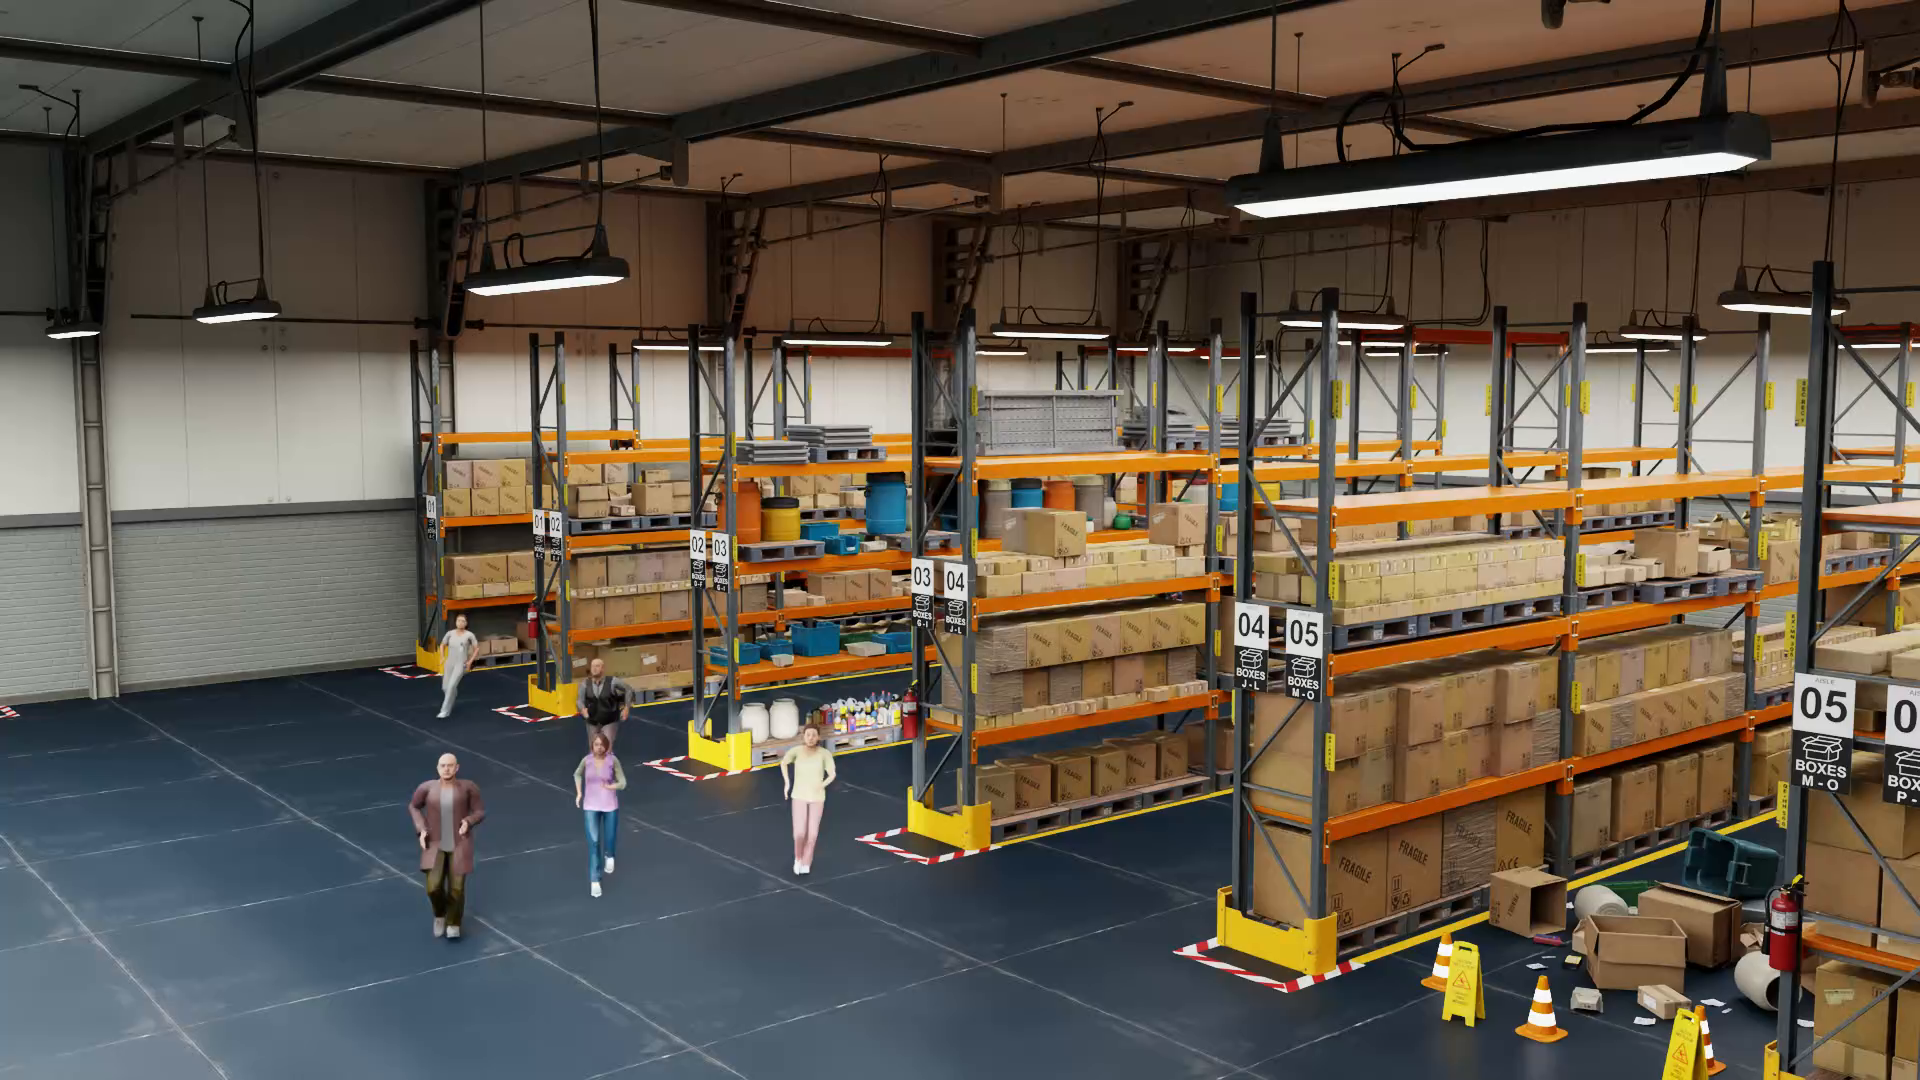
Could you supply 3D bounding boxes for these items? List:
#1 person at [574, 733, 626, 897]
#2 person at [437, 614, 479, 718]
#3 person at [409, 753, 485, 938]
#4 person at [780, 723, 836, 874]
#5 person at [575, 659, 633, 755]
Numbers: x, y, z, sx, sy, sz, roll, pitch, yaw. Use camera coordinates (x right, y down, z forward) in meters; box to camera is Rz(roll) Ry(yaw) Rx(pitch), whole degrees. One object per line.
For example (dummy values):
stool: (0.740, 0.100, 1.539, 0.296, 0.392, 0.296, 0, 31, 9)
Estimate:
person: (-3.696, 2.767, 17.100, 0.534, 1.590, 0.890, -1, 5, -11)
person: (-7.850, 1.953, 26.058, 0.606, 1.599, 0.665, 0, 5, -1)
person: (-4.761, 2.864, 15.426, 0.695, 1.745, 0.642, -1, 5, -14)
person: (-1.597, 2.726, 17.481, 0.584, 1.628, 0.541, 0, 5, -5)
person: (-4.573, 2.350, 21.280, 0.679, 1.672, 0.753, 0, 5, 4)
